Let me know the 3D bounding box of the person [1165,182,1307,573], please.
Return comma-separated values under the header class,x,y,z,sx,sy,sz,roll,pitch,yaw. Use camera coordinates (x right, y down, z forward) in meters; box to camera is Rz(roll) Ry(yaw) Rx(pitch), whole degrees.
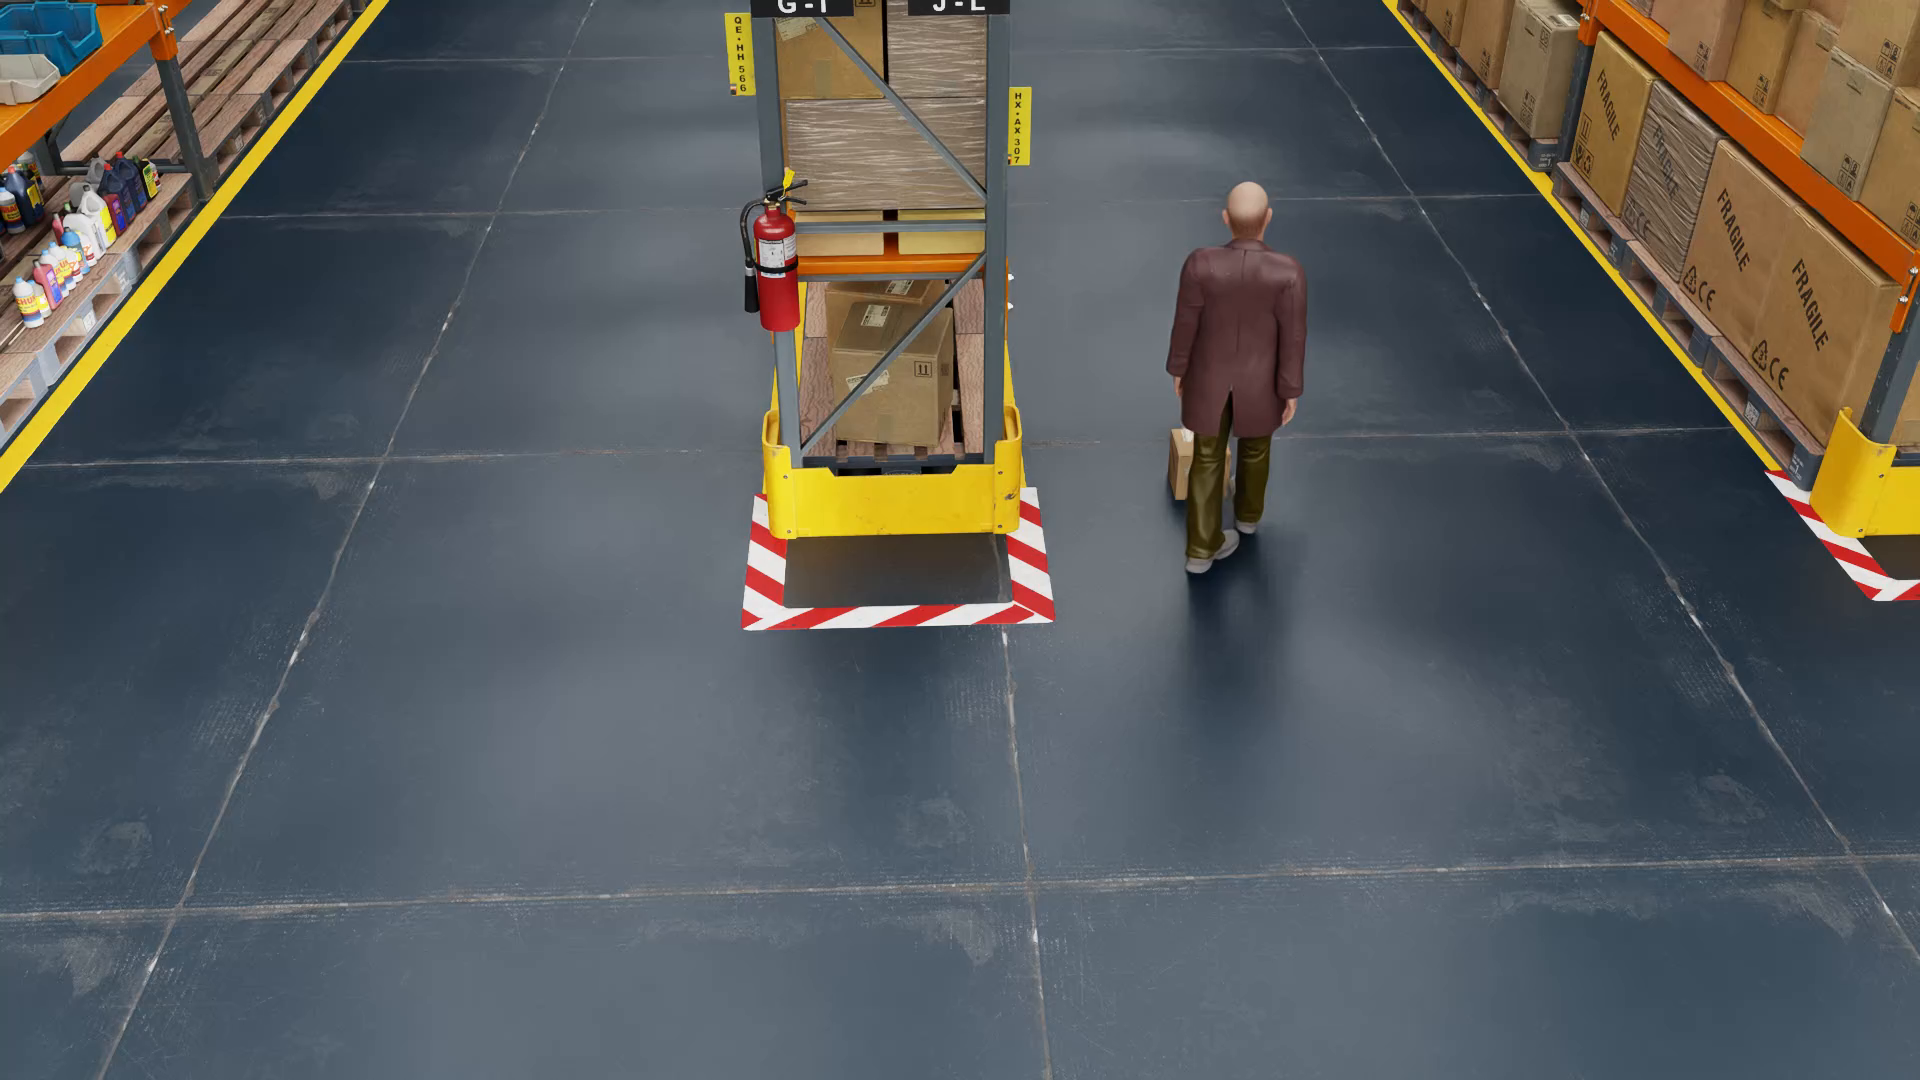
class,x,y,z,sx,sy,sz,roll,pitch,yaw
person,1.205,-0.754,7.237,0.599,1.770,0.754,8,36,12
